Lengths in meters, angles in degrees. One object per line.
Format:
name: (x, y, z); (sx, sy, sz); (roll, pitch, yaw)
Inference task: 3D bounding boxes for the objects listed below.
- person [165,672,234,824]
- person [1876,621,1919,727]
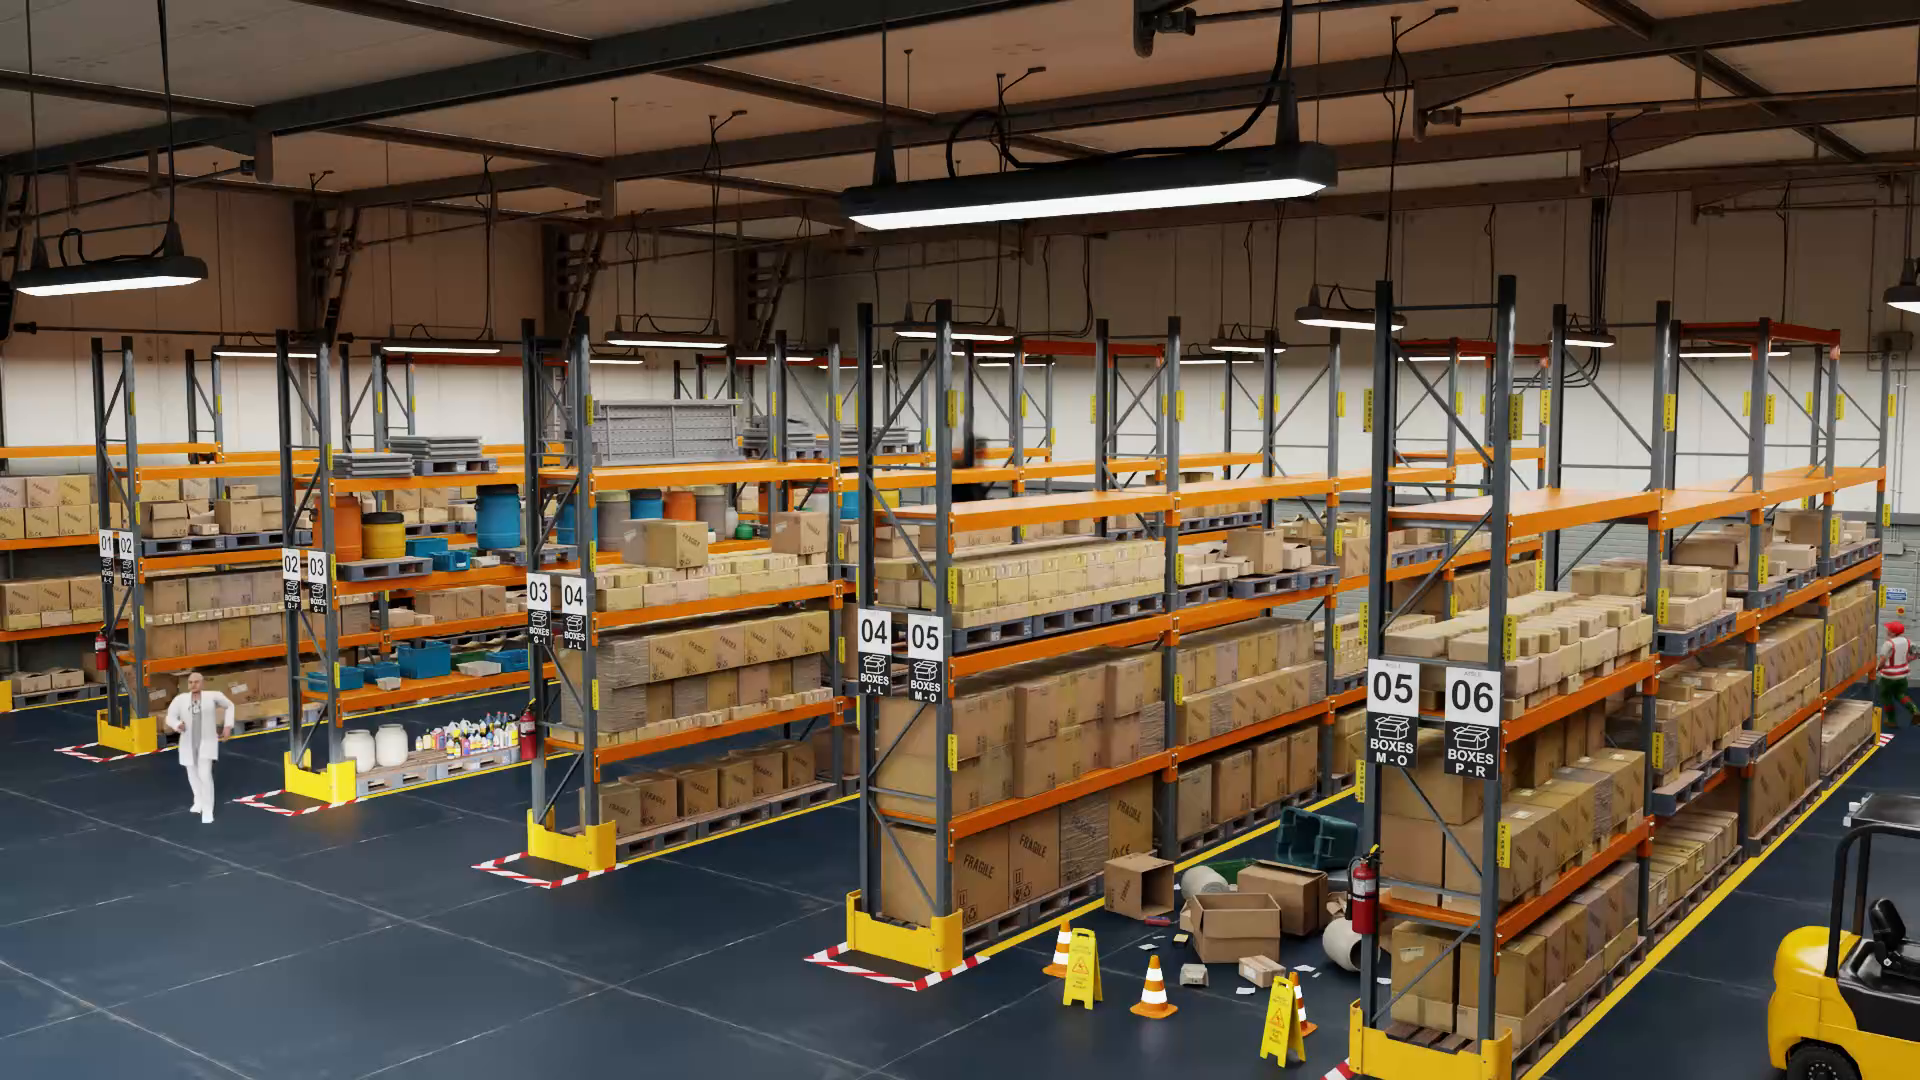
person: (-9.262, 2.534, 20.278); (0.741, 1.866, 0.831); (-1, 5, -12)
person: (14.390, 2.074, 25.697); (0.732, 1.708, 0.748); (0, 5, -5)
